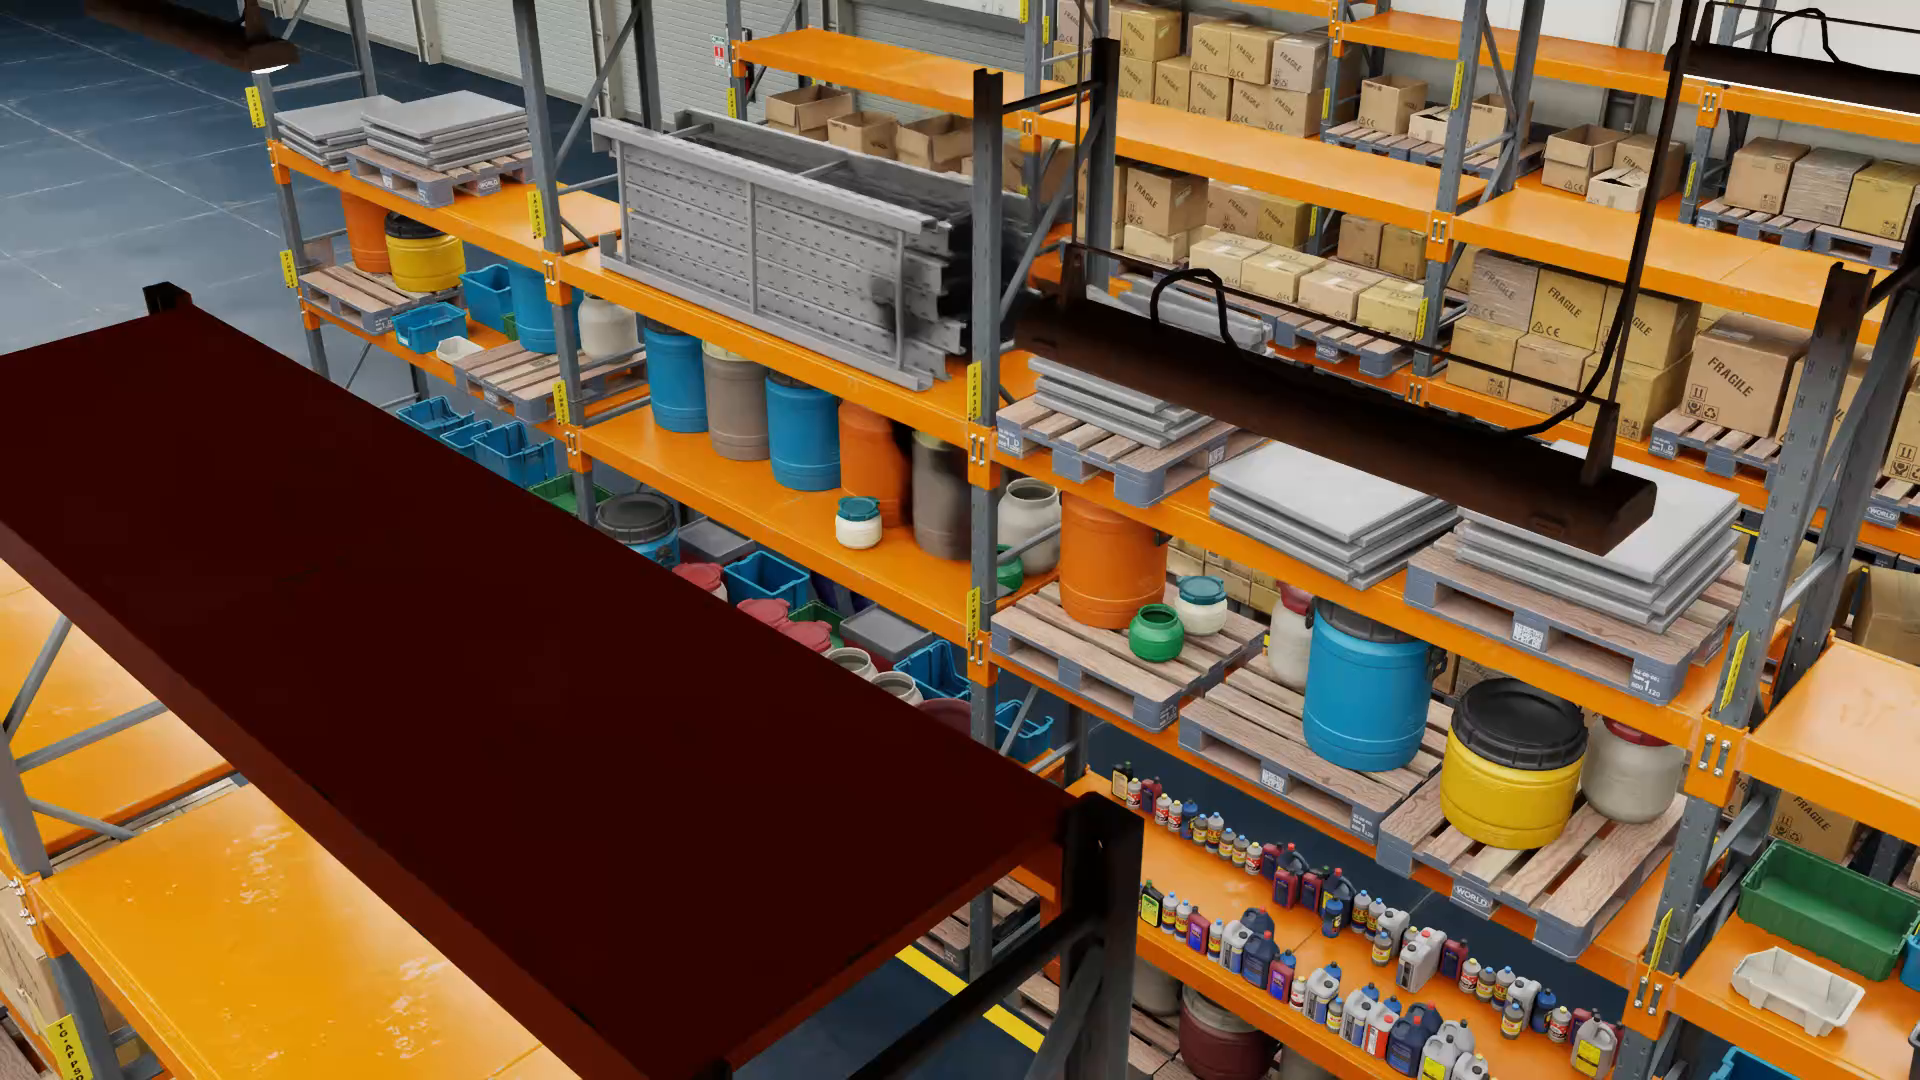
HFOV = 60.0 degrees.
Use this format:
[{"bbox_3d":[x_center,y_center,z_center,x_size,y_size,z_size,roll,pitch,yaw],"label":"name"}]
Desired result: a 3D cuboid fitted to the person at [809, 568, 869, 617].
[{"bbox_3d":[-1.062,0.037,13.989,0.648,1.753,0.583,22,36,33],"label":"person"}]
